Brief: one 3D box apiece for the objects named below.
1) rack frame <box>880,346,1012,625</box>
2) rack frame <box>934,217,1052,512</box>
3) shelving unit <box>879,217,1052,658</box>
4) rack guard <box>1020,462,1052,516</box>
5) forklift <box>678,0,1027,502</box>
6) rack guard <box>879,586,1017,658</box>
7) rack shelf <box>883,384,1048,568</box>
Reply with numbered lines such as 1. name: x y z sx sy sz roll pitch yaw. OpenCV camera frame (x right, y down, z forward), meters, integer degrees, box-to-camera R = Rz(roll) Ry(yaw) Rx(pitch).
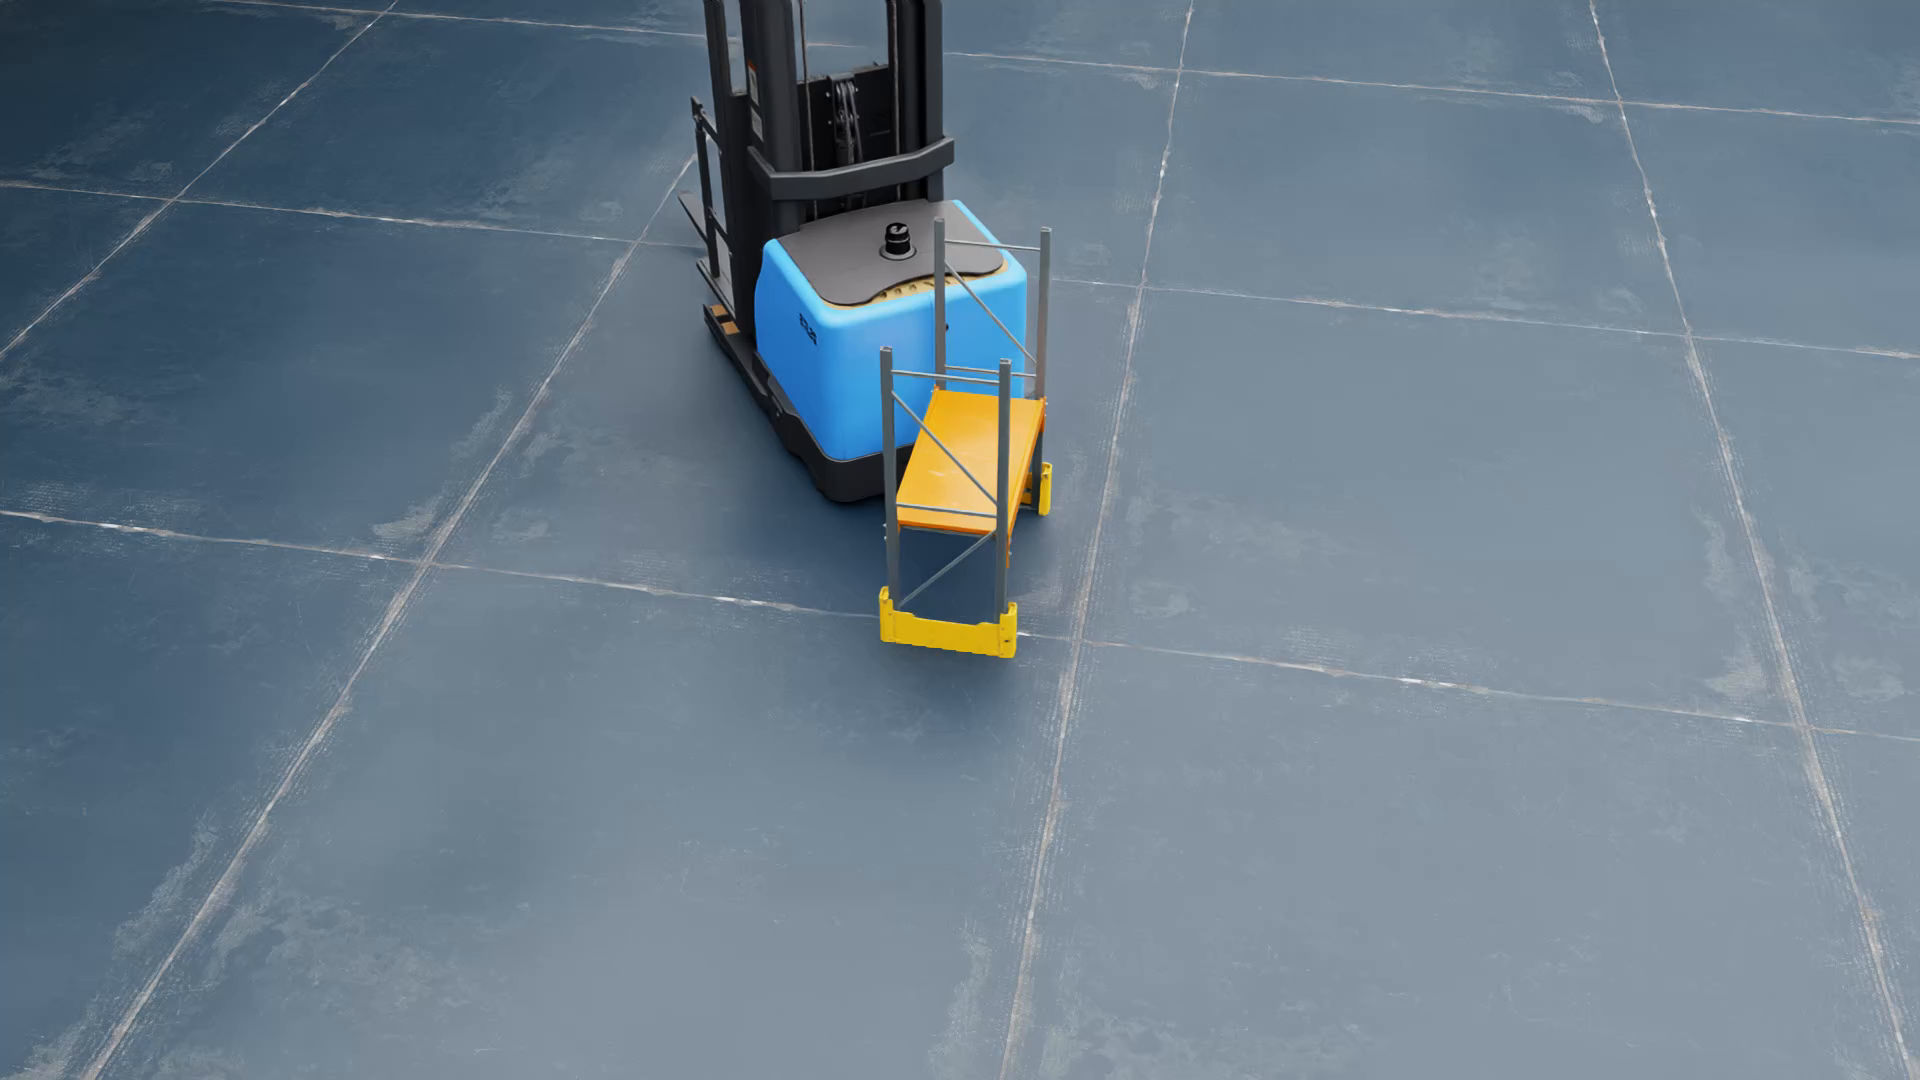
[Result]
1. rack frame: -0.055 -0.116 6.713 0.500 1.500 0.032 7 40 8
2. rack frame: 0.137 -0.752 7.483 0.500 1.500 0.032 7 40 8
3. shelving unit: 0.043 -0.440 7.105 0.587 1.500 1.083 7 40 8
4. rack guard: 0.136 -0.270 7.880 0.587 0.250 0.087 7 40 8
5. forklift: -0.748 -2.246 8.167 1.130 2.935 3.031 -16 42 -19
6. rack guard: -0.051 0.353 7.126 0.587 0.250 0.087 7 40 8
7. rack shelf: 0.041 -0.296 7.213 0.538 0.185 1.000 7 40 8
